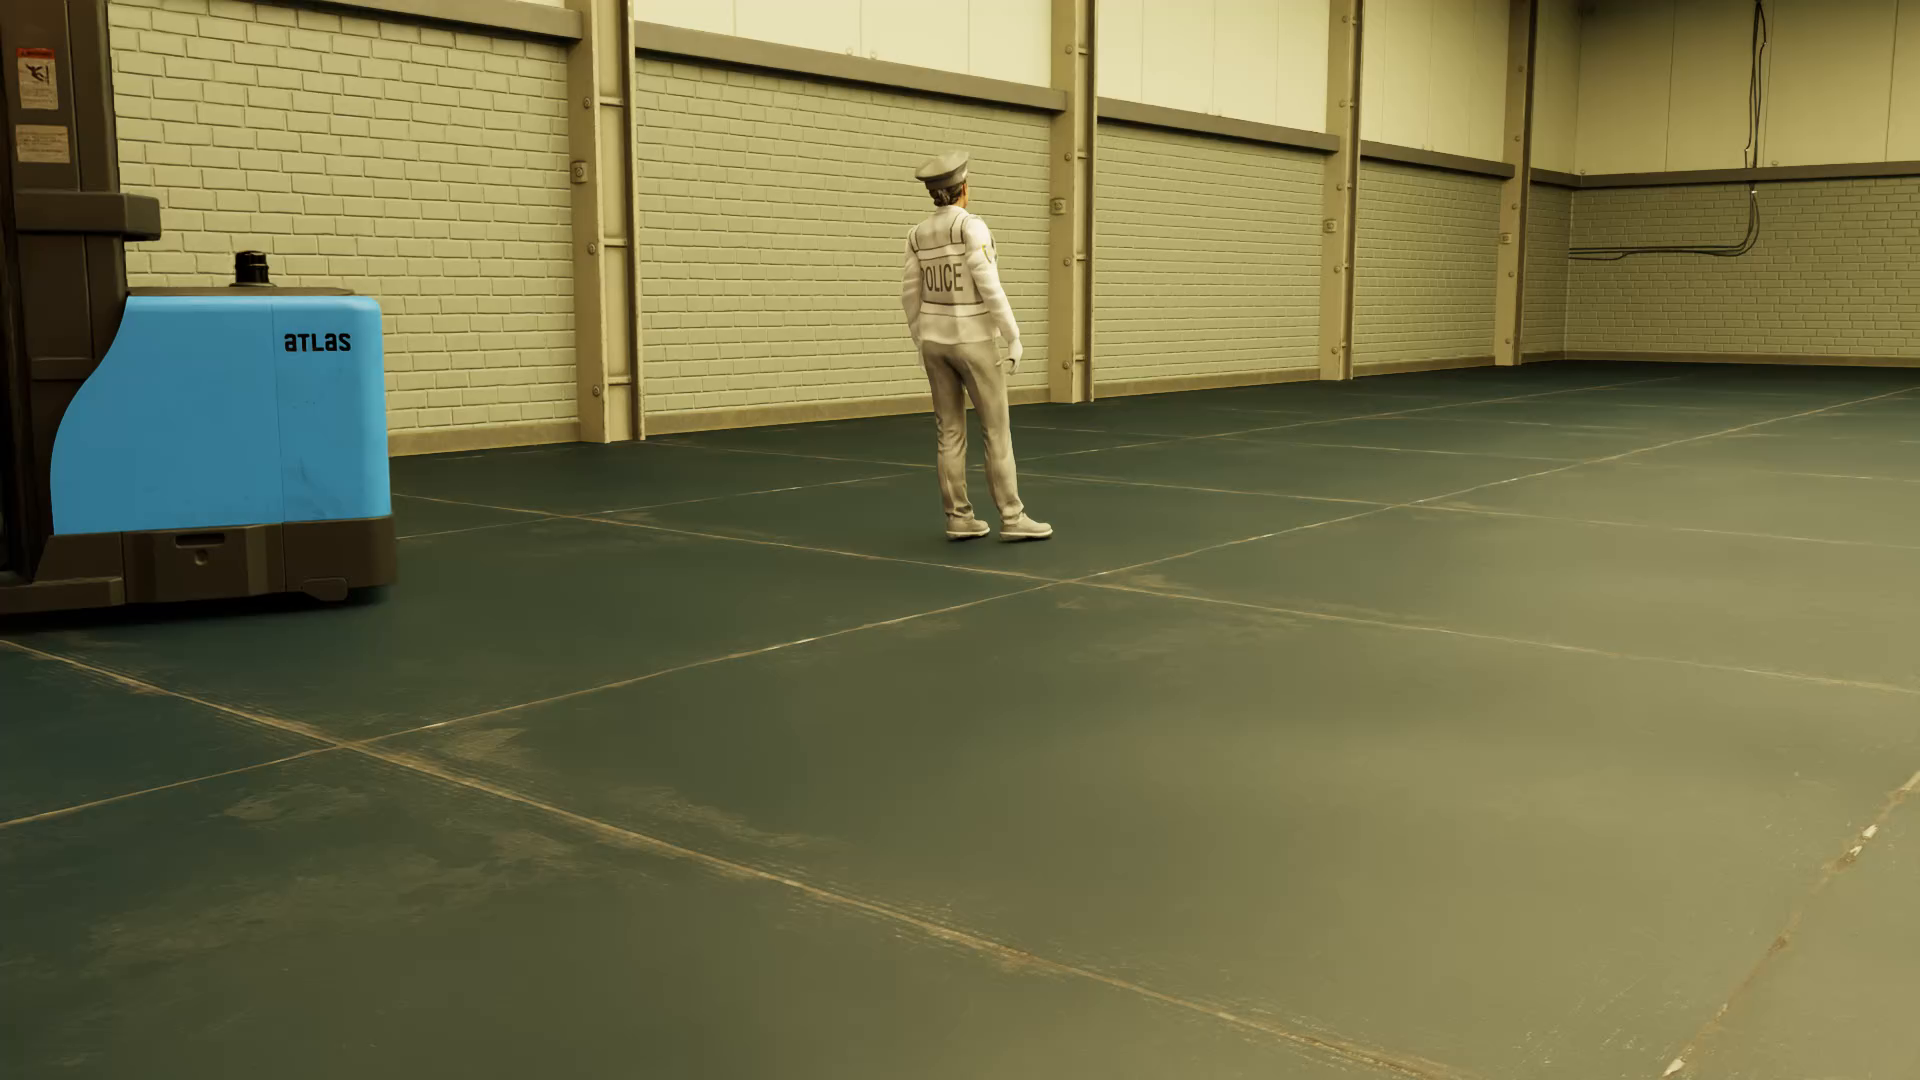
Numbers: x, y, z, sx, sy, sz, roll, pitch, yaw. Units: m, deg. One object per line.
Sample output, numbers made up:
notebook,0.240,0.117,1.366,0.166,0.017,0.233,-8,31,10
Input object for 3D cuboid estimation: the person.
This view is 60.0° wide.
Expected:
person,0.048,-0.853,7.330,0.588,1.695,0.531,7,11,38

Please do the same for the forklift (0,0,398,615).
forklift,-3.551,-1.195,5.452,3.031,2.935,1.130,-4,9,-26
